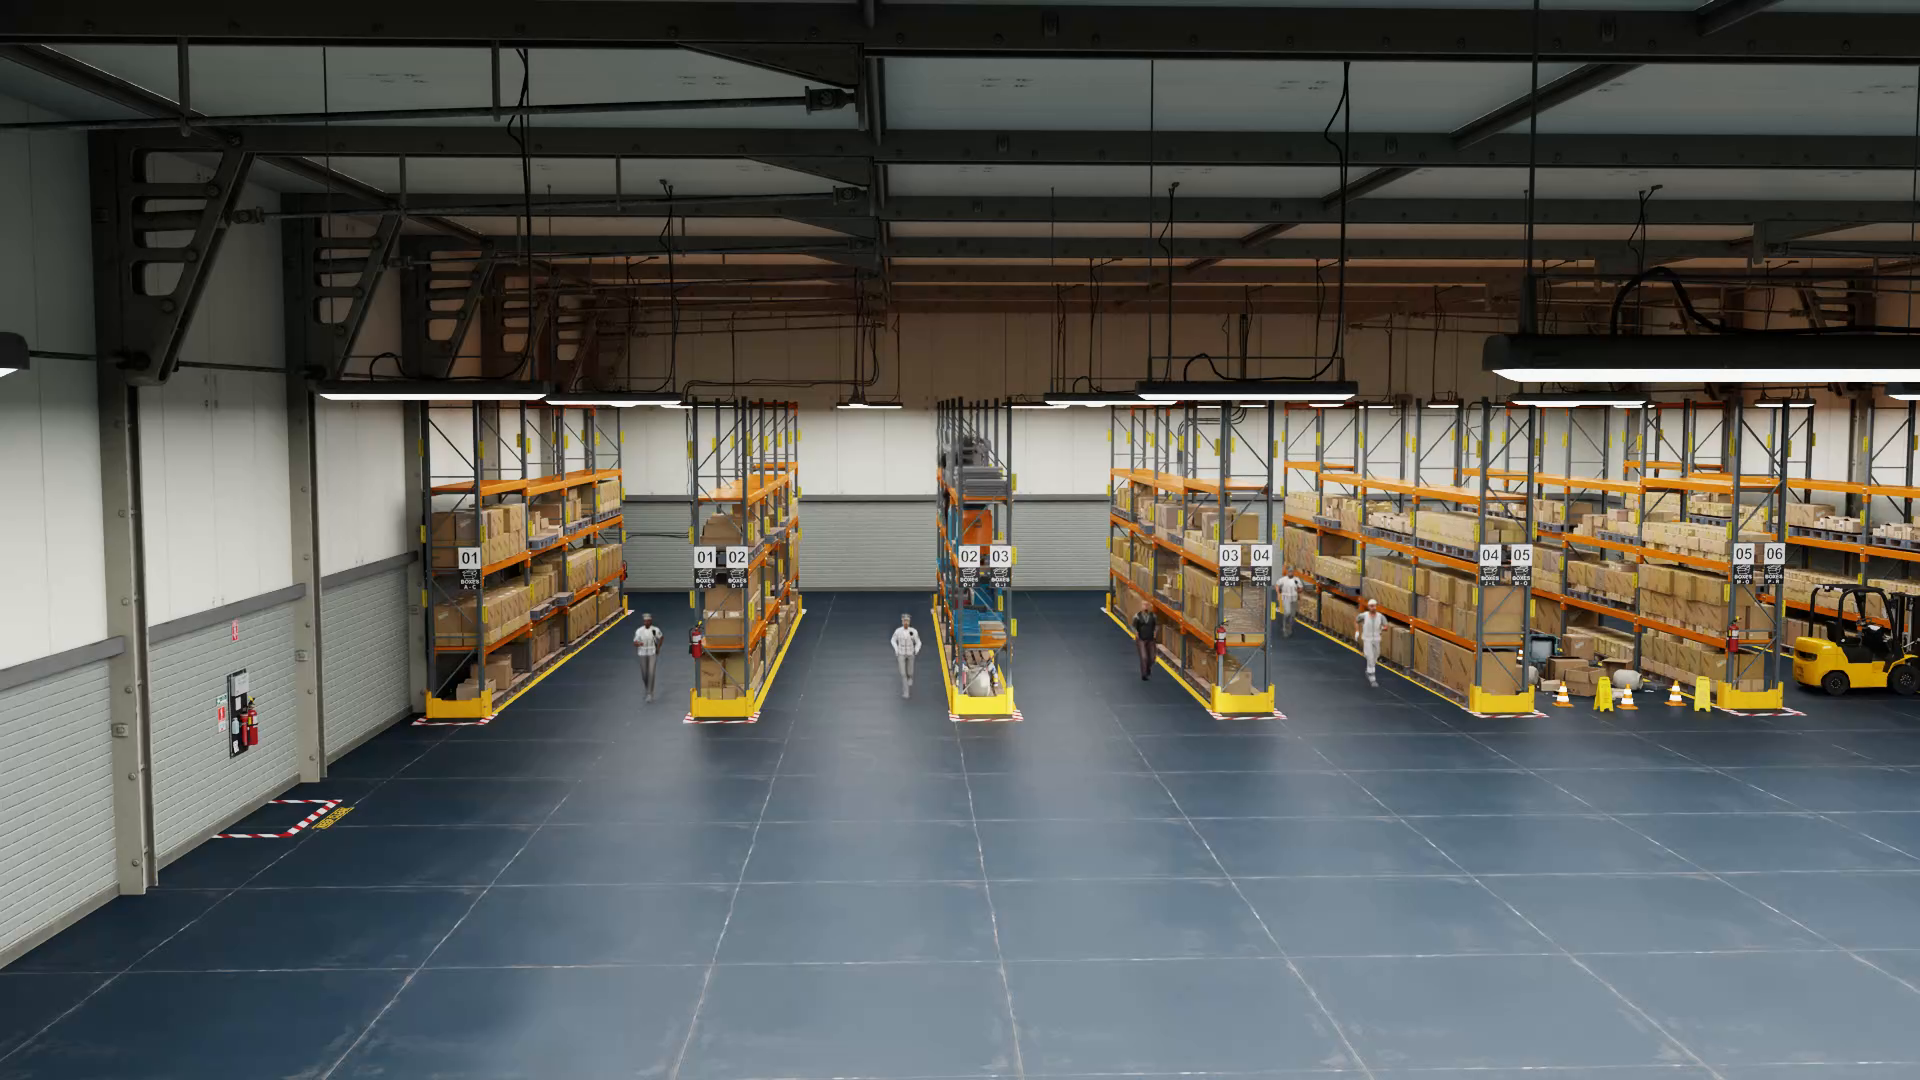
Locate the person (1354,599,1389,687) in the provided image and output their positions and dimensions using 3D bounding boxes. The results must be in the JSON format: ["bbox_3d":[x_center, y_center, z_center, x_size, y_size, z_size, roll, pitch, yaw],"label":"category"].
[{"bbox_3d":[8.586,2.115,34.688,0.663,1.777,1.004,0,4,-2],"label":"person"}]

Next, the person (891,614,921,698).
[{"bbox_3d":[-1.092,2.316,33.528,0.618,1.673,0.643,0,4,0],"label":"person"}]

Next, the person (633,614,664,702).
[{"bbox_3d":[-6.200,2.298,33.051,0.581,1.699,0.876,0,4,-4],"label":"person"}]

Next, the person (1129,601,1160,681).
[{"bbox_3d":[3.894,2.110,35.028,0.659,1.669,0.618,0,4,-5],"label":"person"}]

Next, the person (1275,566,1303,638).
[{"bbox_3d":[8.415,1.575,42.391,0.633,1.850,0.761,-1,4,-7],"label":"person"}]
